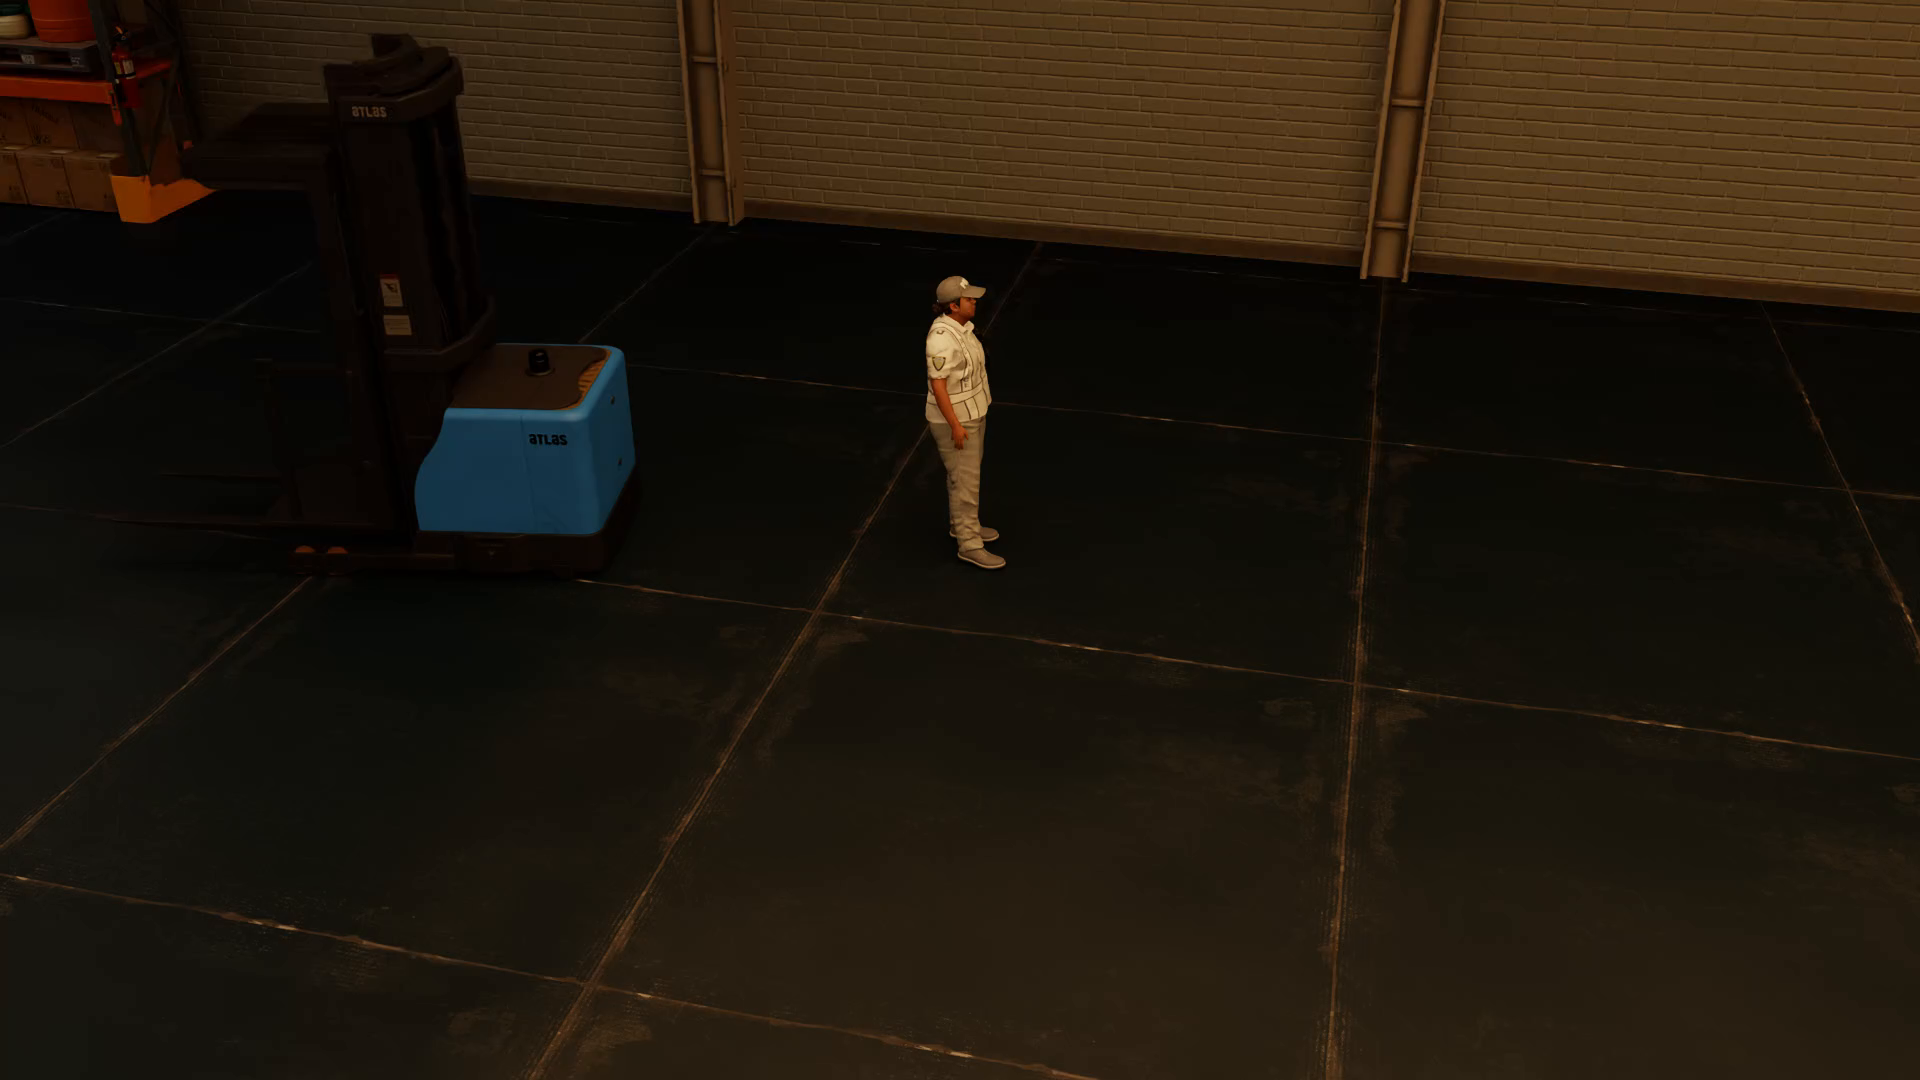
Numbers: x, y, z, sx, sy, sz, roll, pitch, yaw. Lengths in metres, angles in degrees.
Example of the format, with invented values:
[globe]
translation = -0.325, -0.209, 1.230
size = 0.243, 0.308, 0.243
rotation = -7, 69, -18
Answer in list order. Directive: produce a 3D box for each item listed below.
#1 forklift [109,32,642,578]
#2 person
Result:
[forklift]
translation = -3.546, -1.324, 9.507
size = 3.031, 2.935, 1.130
rotation = 2, 30, 3
[person]
translation = 0.069, -0.712, 9.693
size = 0.529, 1.670, 0.598
rotation = 7, 30, 12
